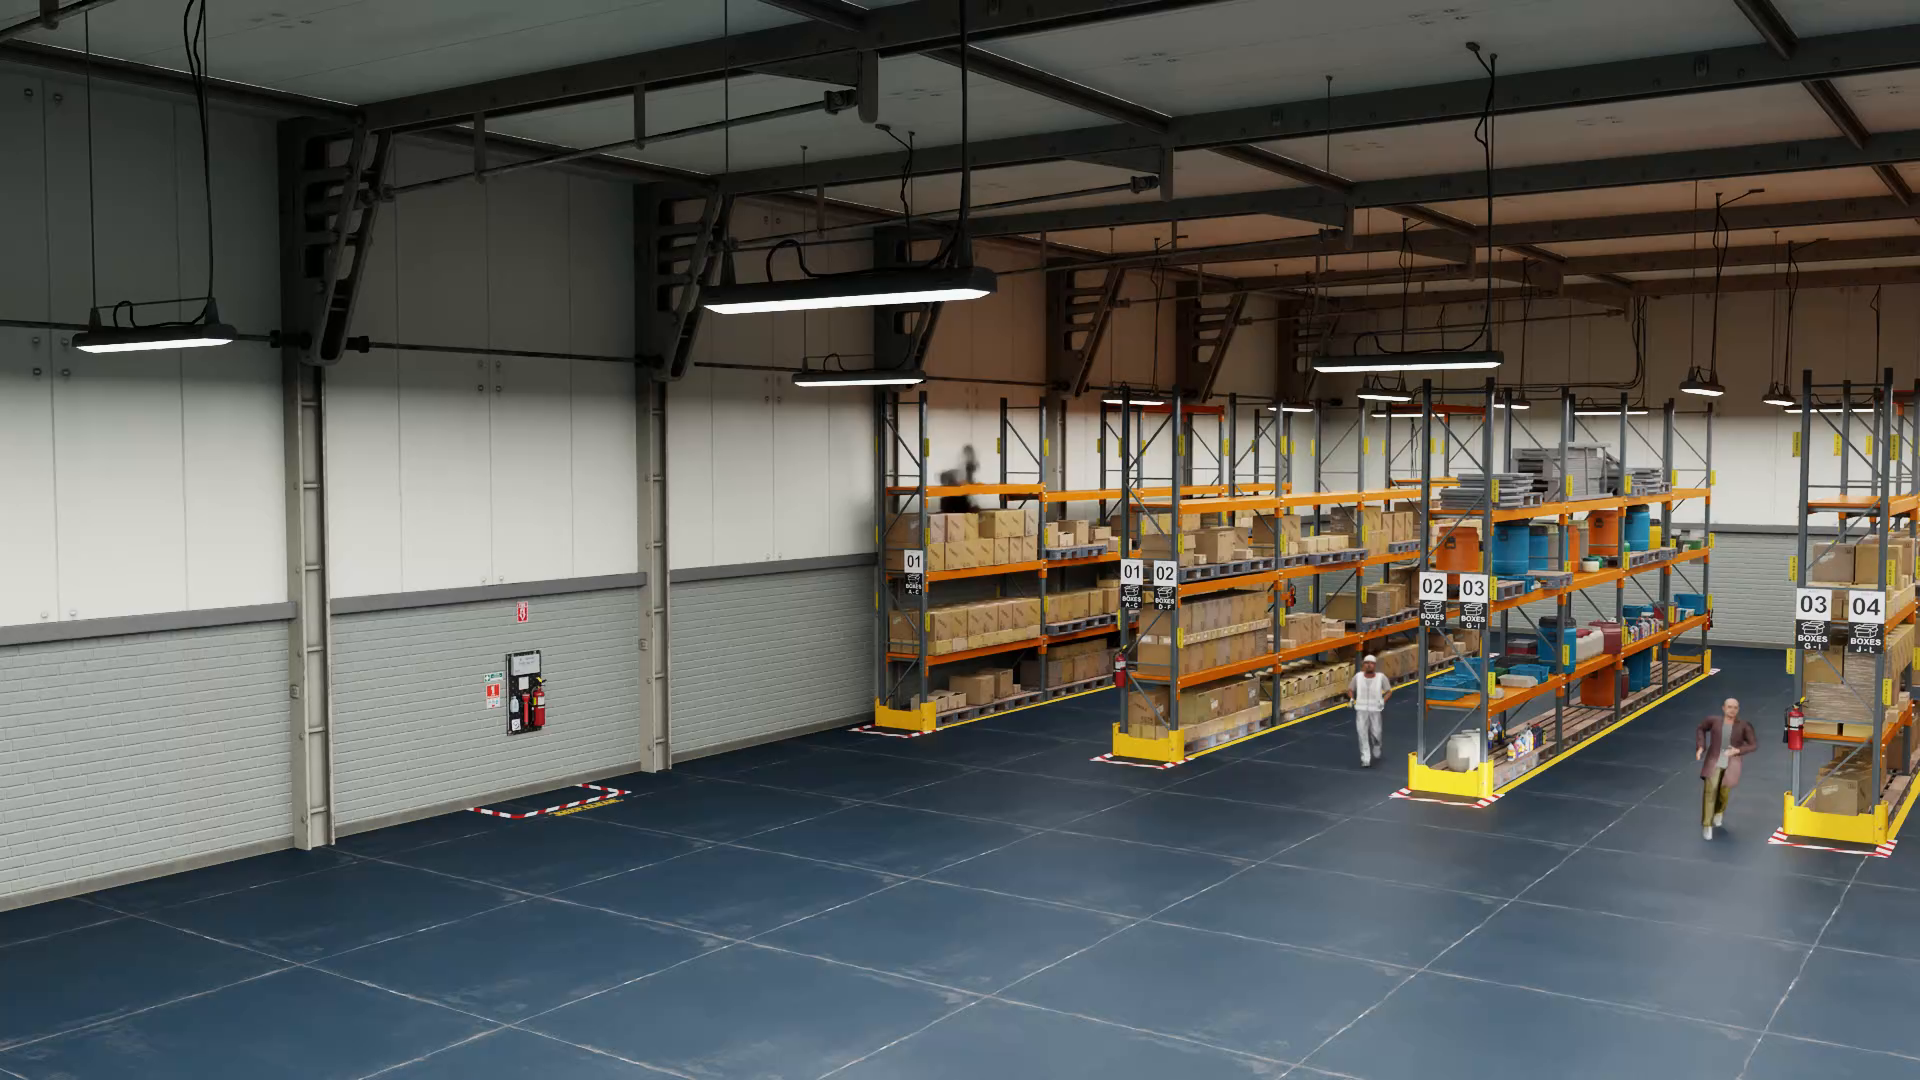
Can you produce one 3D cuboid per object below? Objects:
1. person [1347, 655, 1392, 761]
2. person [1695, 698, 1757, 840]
[{"bbox_3d":[6.441,2.649,26.203,0.685,1.673,0.587,1,3,20],"label":"person"},{"bbox_3d":[9.905,2.936,21.529,0.737,1.790,0.984,2,4,27],"label":"person"}]
